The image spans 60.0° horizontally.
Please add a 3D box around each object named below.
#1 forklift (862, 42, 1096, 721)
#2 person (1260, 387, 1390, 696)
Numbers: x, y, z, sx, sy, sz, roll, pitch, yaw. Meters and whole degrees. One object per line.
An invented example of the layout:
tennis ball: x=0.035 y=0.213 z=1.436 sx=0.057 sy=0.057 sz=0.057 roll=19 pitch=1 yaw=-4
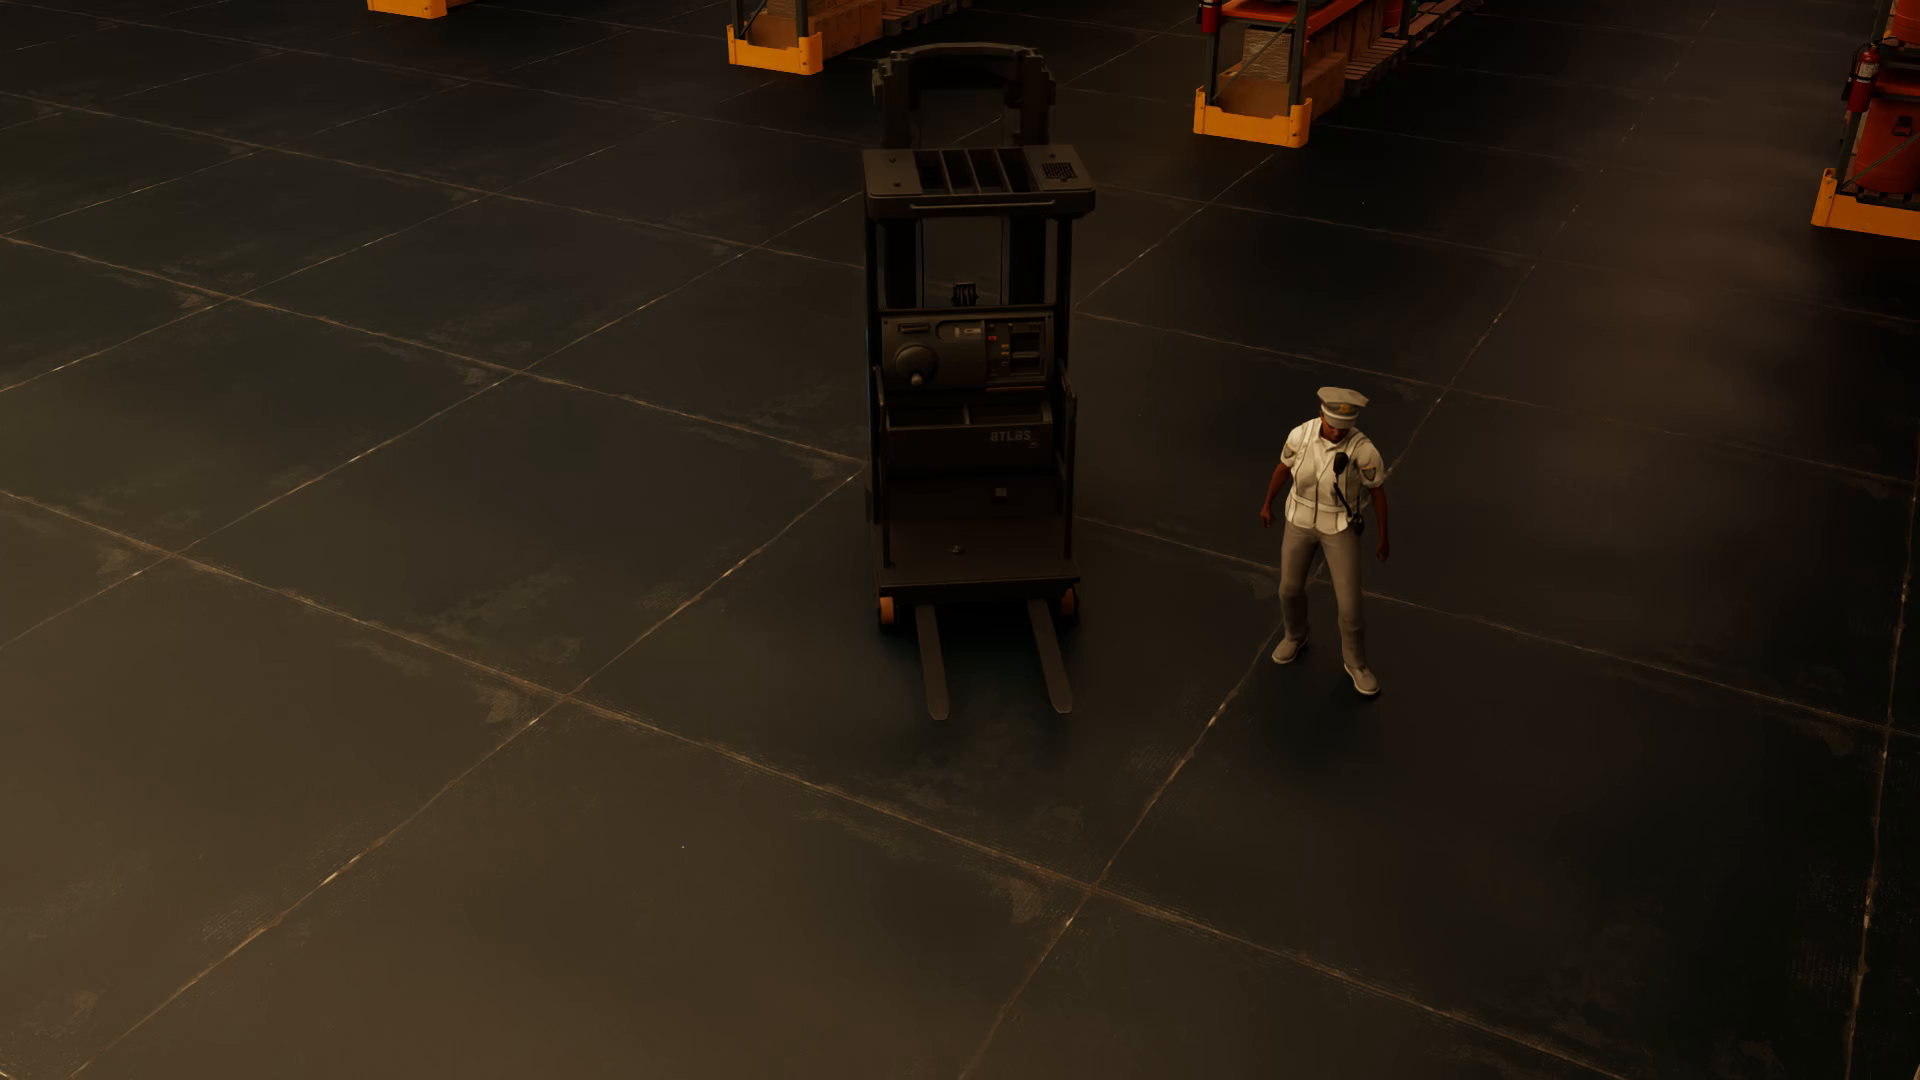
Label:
forklift: x=0.067 y=-0.973 z=8.756 sx=1.130 sy=2.935 sz=3.031 roll=-3 pitch=30 yaw=-5
person: x=1.876 y=-0.041 z=8.458 sx=0.787 sy=1.630 sz=0.403 roll=16 pitch=34 yaw=26
